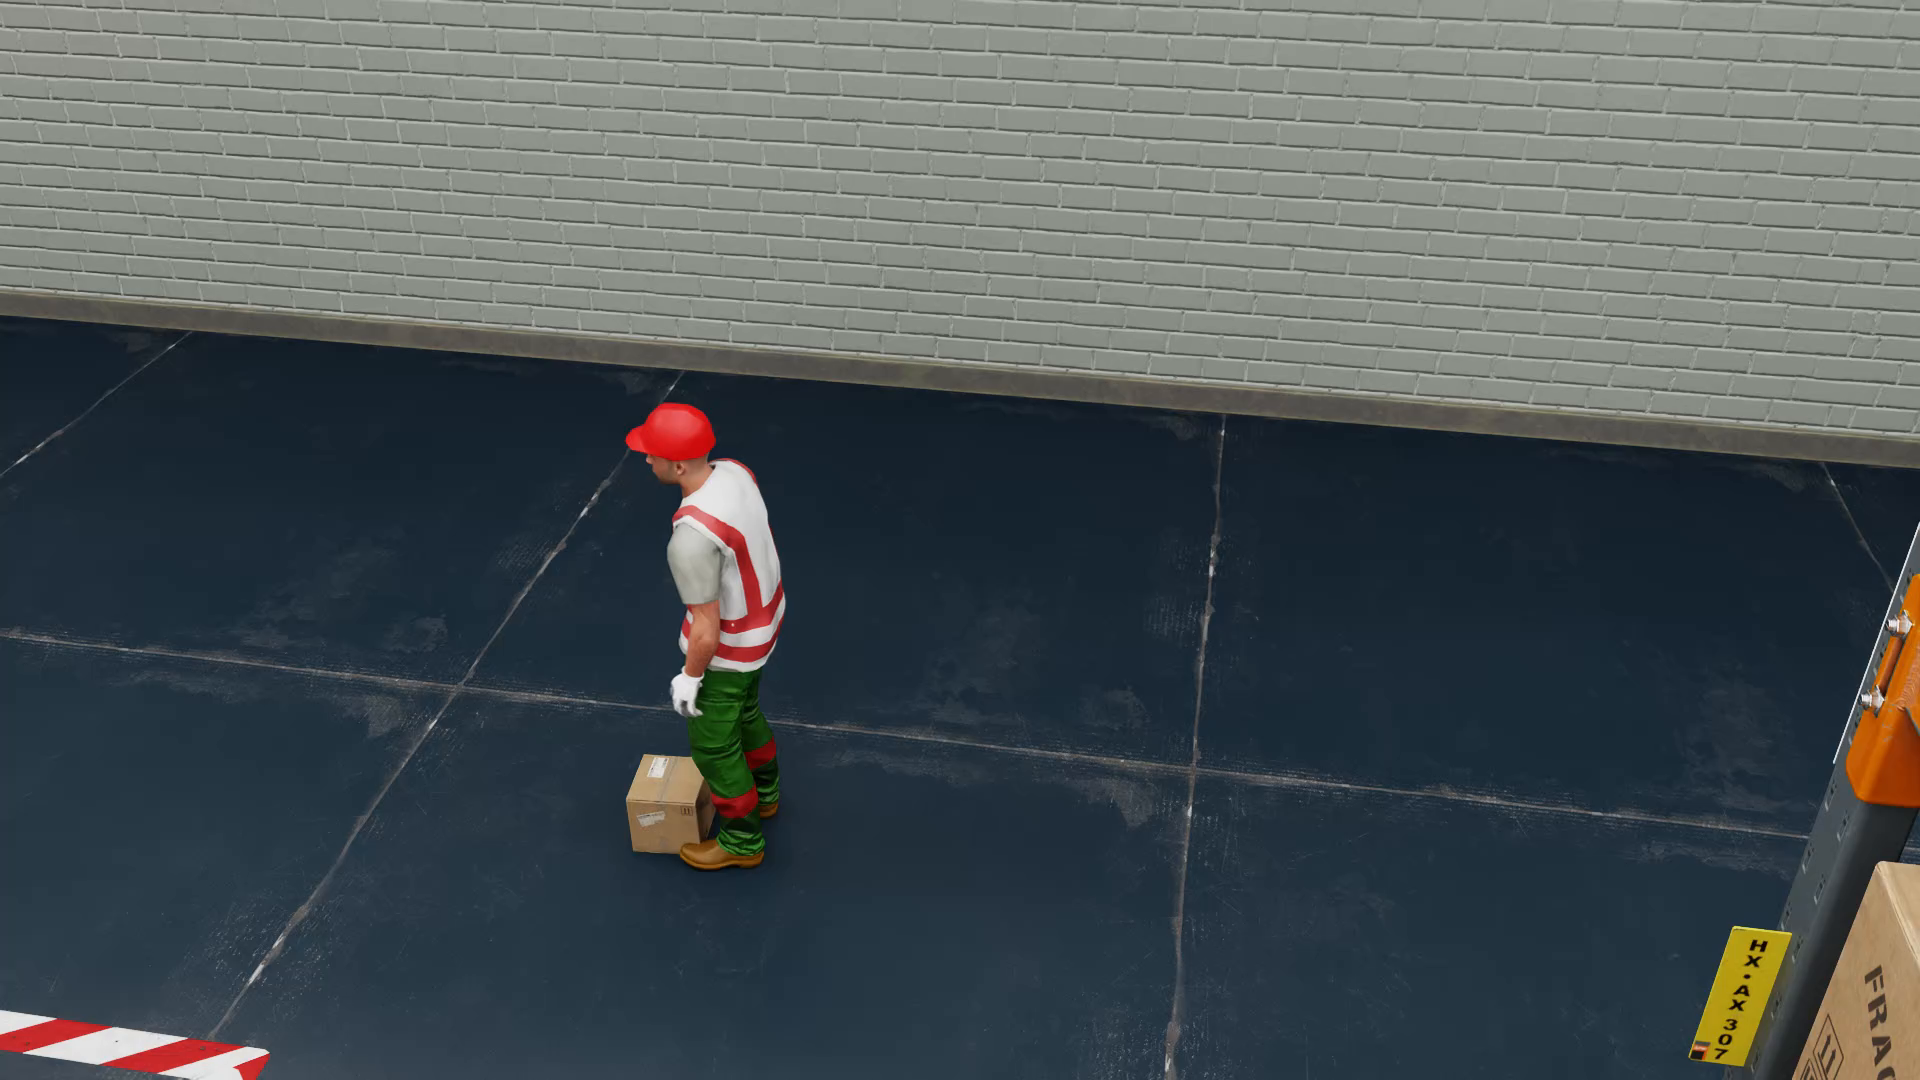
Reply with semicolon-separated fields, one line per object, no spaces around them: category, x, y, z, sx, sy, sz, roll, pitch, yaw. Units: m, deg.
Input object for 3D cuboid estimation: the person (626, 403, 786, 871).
person;-0.816;0.332;5.593;0.449;1.779;0.609;5;33;9
